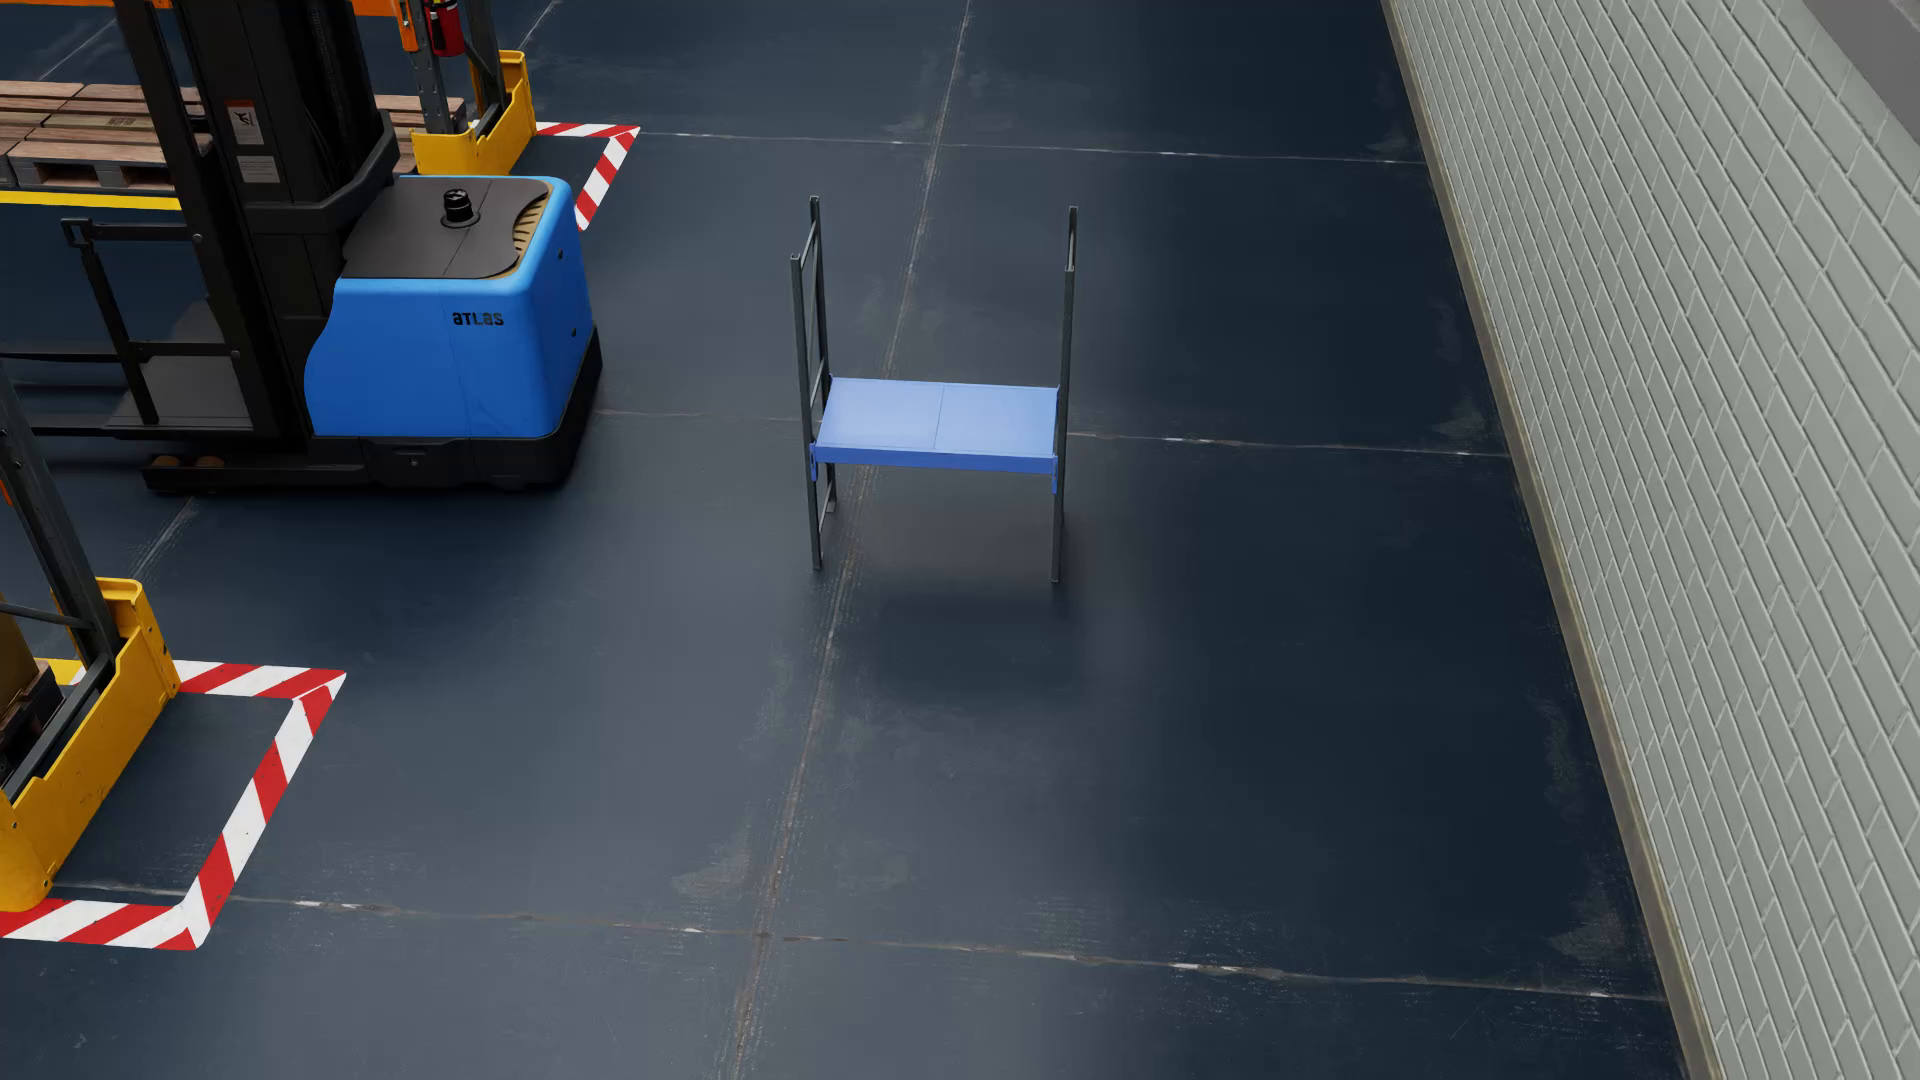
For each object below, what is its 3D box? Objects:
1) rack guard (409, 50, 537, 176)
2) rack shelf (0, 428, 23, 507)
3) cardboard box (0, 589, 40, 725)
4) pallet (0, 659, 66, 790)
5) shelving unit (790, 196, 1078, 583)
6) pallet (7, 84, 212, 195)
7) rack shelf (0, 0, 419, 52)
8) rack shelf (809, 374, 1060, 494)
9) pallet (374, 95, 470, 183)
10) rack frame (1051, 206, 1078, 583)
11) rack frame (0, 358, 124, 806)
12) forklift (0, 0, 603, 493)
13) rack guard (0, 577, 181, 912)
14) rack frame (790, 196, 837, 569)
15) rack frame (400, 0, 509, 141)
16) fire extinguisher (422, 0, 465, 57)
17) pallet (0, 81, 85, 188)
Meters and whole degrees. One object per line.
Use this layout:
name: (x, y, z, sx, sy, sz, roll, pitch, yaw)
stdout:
rack guard: (-2.854, -2.418, 9.824, 0.348, 0.500, 1.175, 3, 39, 4)
rack shelf: (-5.299, -0.095, 5.561, 4.000, 0.370, 1.077, 3, 39, 4)
cardboard box: (-3.951, 0.411, 5.719, 0.875, 0.875, 0.875, 3, 39, 4)
pallet: (-4.110, 0.822, 6.073, 1.213, 0.211, 1.003, 3, 39, 4)
shelving unit: (-0.085, -0.586, 6.782, 1.048, 1.500, 0.538, 3, 39, 4)
pallet: (-4.909, -2.436, 10.076, 1.213, 0.211, 1.003, 3, 39, 4)
rack shelf: (-4.871, -3.210, 9.388, 4.000, 0.370, 1.077, 3, 39, 4)
rack shelf: (-0.085, -0.447, 6.896, 1.000, 0.185, 0.538, 3, 39, 4)
pallet: (-3.697, -2.368, 9.992, 1.213, 0.211, 1.003, 3, 39, 4)
rack frame: (0.421, -0.559, 6.748, 0.032, 1.500, 0.500, 3, 39, 4)
rack frame: (-3.306, -0.265, 5.200, 0.127, 3.000, 1.000, 3, 39, 4)
forklift: (-3.281, -1.682, 6.995, 3.031, 2.935, 1.130, 1, 39, 1)
rack guard: (-3.282, 0.705, 5.987, 0.348, 0.500, 1.175, 3, 39, 4)
rack frame: (-0.591, -0.614, 6.816, 0.032, 1.500, 0.500, 3, 39, 4)
rack frame: (-2.879, -3.380, 9.027, 0.127, 3.000, 1.000, 3, 39, 4)
fire extinguisher: (-2.768, -2.912, 8.808, 0.183, 0.674, 0.296, 3, 39, 4)
pallet: (-6.128, -2.501, 10.155, 1.213, 0.211, 1.003, 3, 39, 4)
